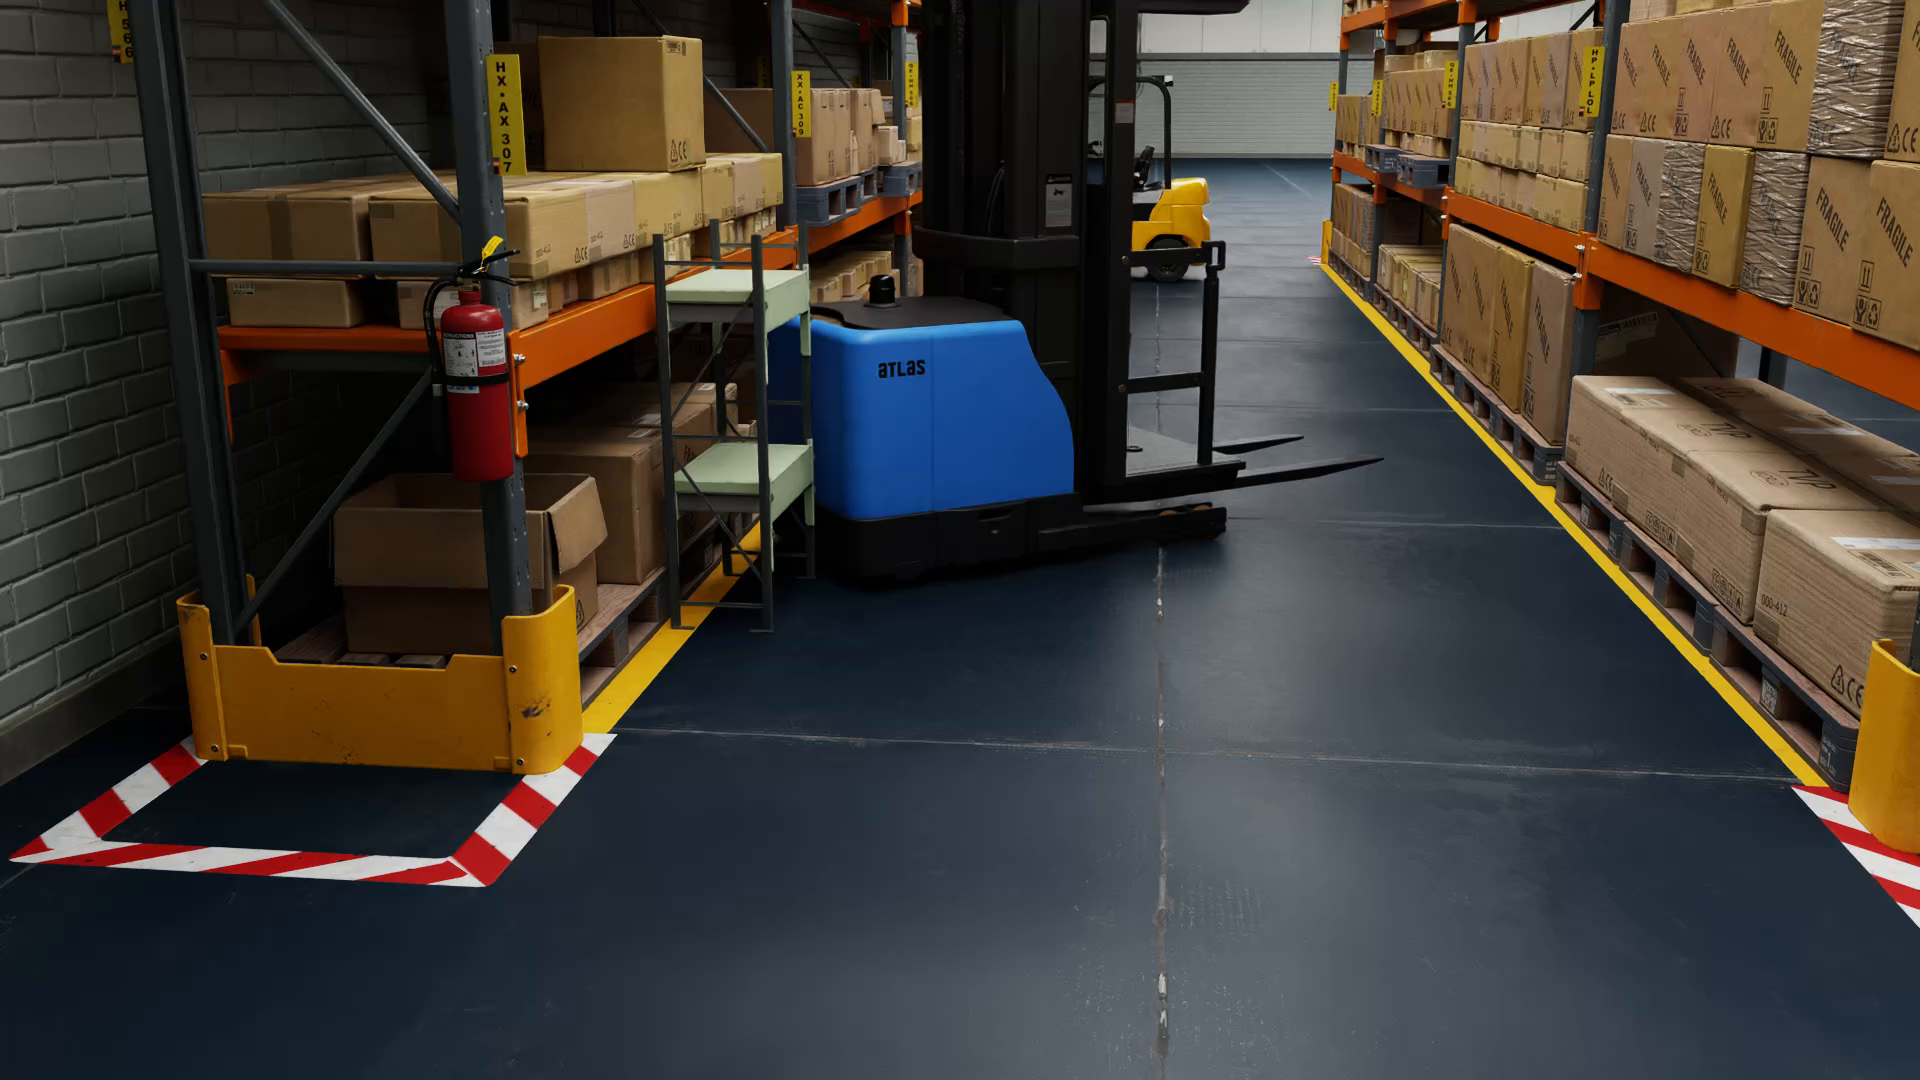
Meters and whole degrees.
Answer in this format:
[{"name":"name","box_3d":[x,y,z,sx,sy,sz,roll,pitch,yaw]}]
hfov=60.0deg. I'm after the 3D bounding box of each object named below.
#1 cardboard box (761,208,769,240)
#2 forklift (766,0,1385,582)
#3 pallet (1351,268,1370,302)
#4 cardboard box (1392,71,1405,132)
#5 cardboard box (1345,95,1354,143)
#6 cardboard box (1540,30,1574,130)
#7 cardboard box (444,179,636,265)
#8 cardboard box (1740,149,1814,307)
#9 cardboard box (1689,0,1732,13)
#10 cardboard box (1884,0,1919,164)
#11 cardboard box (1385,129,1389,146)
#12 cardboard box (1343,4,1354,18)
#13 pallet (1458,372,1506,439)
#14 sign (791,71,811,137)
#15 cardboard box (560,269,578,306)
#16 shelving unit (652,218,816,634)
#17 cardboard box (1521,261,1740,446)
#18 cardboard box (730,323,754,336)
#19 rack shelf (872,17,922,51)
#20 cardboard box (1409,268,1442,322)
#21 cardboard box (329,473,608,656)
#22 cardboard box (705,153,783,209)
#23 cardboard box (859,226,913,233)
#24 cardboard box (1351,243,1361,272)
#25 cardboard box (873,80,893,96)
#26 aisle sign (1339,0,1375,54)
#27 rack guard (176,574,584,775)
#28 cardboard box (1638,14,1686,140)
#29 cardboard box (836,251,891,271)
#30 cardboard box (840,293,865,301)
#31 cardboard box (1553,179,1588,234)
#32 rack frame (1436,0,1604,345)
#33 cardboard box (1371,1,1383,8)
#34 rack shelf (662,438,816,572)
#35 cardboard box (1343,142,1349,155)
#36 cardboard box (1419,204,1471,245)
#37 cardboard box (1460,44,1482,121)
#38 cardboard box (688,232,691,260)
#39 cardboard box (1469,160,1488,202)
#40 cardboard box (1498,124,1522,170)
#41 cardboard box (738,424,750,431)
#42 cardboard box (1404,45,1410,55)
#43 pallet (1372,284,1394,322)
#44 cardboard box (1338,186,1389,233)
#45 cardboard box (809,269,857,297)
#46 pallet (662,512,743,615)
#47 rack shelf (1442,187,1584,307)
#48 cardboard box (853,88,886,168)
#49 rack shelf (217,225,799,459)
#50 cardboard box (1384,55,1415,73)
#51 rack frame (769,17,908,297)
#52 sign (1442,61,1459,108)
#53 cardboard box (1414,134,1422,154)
[{"name":"cardboard box","box_3d":[-1.144,-1.535,8.072,0.380,0.149,0.250,2,15,8]},{"name":"forklift","box_3d":[0.644,-1.496,7.578,3.031,2.935,1.130,-8,17,-28]},{"name":"pallet","box_3d":[4.525,-2.573,16.773,1.003,0.211,1.213,2,15,6]},{"name":"cardboard box","box_3d":[4.021,-3.768,14.283,0.500,0.500,0.500,2,15,6]},{"name":"cardboard box","box_3d":[4.495,-4.592,18.136,0.500,0.500,0.500,1,15,5]},{"name":"cardboard box","box_3d":[3.434,-2.458,8.897,0.500,0.500,0.500,2,15,7]},{"name":"cardboard box","box_3d":[-1.427,-1.088,5.658,0.500,0.250,0.500,2,15,7]},{"name":"cardboard box","box_3d":[3.042,-1.076,5.704,0.500,0.500,0.500,2,15,8]},{"name":"cardboard box","box_3d":[3.141,-2.174,6.604,0.380,0.149,0.250,1,15,5]},{"name":"cardboard box","box_3d":[2.948,-1.295,4.596,0.500,0.500,0.500,2,15,8]},{"name":"cardboard box","box_3d":[4.108,-3.691,15.243,0.380,0.149,0.250,2,15,7]},{"name":"cardboard box","box_3d":[4.576,-6.032,18.956,0.380,0.149,0.250,2,15,6]},{"name":"pallet","box_3d":[3.729,-0.843,10.374,1.003,0.211,1.213,2,15,6]},{"name":"sign","box_3d":[-0.811,-2.218,8.460,0.100,0.325,0.005,2,15,6]},{"name":"cardboard box","box_3d":[-1.515,-0.869,5.611,0.380,0.149,0.250,1,15,6]},{"name":"shelving unit","box_3d":[-0.861,-0.471,6.531,0.431,1.500,0.755,2,15,8]},{"name":"cardboard box","box_3d":[3.572,-1.009,8.914,0.875,0.875,0.875,2,15,8]},{"name":"cardboard box","box_3d":[-1.046,-1.209,9.127,0.380,0.149,0.250,2,15,9]},{"name":"rack shelf","box_3d":[-0.222,-5.509,17.919,1.077,0.370,4.000,2,15,6]},{"name":"cardboard box","box_3d":[4.182,-1.979,13.462,0.950,0.372,0.625,1,15,5]},{"name":"cardboard box","box_3d":[-1.639,0.070,5.636,0.797,0.503,0.637,1,15,4]},{"name":"cardboard box","box_3d":[-1.166,-1.746,8.091,0.500,0.250,0.500,2,15,8]},{"name":"cardboard box","box_3d":[-0.674,-2.414,14.587,0.875,0.625,0.625,1,15,4]},{"name":"cardboard box","box_3d":[4.334,-2.919,17.173,0.500,0.250,0.500,1,15,5]},{"name":"cardboard box","box_3d":[-0.712,-4.486,16.501,0.380,0.149,0.250,2,15,6]},{"name":"aisle sign","box_3d":[4.635,-6.061,19.352,0.394,0.787,0.004,2,15,6]},{"name":"rack guard","box_3d":[-1.794,0.410,5.187,1.175,0.500,0.348,2,15,6]},{"name":"cardboard box","box_3d":[3.224,-1.953,7.030,0.500,0.500,0.500,1,15,6]},{"name":"cardboard box","box_3d":[-0.703,-2.025,12.147,0.380,0.149,0.250,1,15,4]},{"name":"cardboard box","box_3d":[-0.897,-1.331,10.823,0.500,0.500,0.500,1,15,4]},{"name":"cardboard box","box_3d":[3.382,-1.720,8.565,0.500,0.250,0.500,1,15,5]},{"name":"rack frame","box_3d":[4.033,-2.706,11.925,1.000,3.000,0.127,2,15,6]},{"name":"cardboard box","box_3d":[4.347,-5.428,16.724,0.380,0.149,0.250,2,15,8]},{"name":"rack shelf","box_3d":[-0.862,-0.157,6.616,0.431,0.370,0.720,2,15,8]},{"name":"cardboard box","box_3d":[4.492,-4.381,18.600,0.380,0.149,0.250,2,15,7]},{"name":"cardboard box","box_3d":[4.819,-3.126,16.504,0.500,0.500,0.500,2,15,9]},{"name":"cardboard box","box_3d":[3.734,-3.117,11.335,0.500,0.500,0.500,1,15,4]},{"name":"cardboard box","box_3d":[-1.328,-1.203,6.846,0.380,0.149,0.250,2,15,6]},{"name":"cardboard box","box_3d":[3.687,-2.381,11.008,0.500,0.250,0.500,1,15,5]},{"name":"cardboard box","box_3d":[3.532,-2.357,9.962,0.500,0.250,0.500,2,15,7]},{"name":"cardboard box","box_3d":[-1.122,-0.488,8.376,0.380,0.149,0.250,1,15,5]},{"name":"cardboard box","box_3d":[4.912,-4.787,16.943,0.700,0.500,0.500,1,15,5]},{"name":"pallet","box_3d":[4.398,-2.196,15.378,1.003,0.211,1.213,2,15,6]},{"name":"cardboard box","box_3d":[4.513,-3.676,18.536,0.500,0.500,0.500,1,15,4]},{"name":"cardboard box","box_3d":[-0.881,-1.682,10.878,0.380,0.149,0.250,1,15,4]},{"name":"pallet","box_3d":[-1.564,0.027,7.157,1.003,0.211,1.213,2,15,6]},{"name":"rack shelf","box_3d":[3.807,-1.840,10.100,1.077,0.370,4.000,2,15,6]},{"name":"cardboard box","box_3d":[-0.900,-2.675,10.808,0.797,0.503,0.637,1,15,5]},{"name":"rack shelf","box_3d":[-1.576,-0.948,6.801,1.077,0.370,4.000,2,15,6]},{"name":"cardboard box","box_3d":[4.080,-4.340,15.157,0.380,0.149,0.250,2,15,6]},{"name":"rack frame","box_3d":[-0.899,-2.852,12.462,1.000,3.000,0.127,2,15,6]},{"name":"sign","box_3d":[3.493,-3.241,11.834,0.100,0.325,0.005,2,15,6]},{"name":"cardboard box","box_3d":[3.832,-3.155,13.260,0.380,0.149,0.250,2,15,7]}]
